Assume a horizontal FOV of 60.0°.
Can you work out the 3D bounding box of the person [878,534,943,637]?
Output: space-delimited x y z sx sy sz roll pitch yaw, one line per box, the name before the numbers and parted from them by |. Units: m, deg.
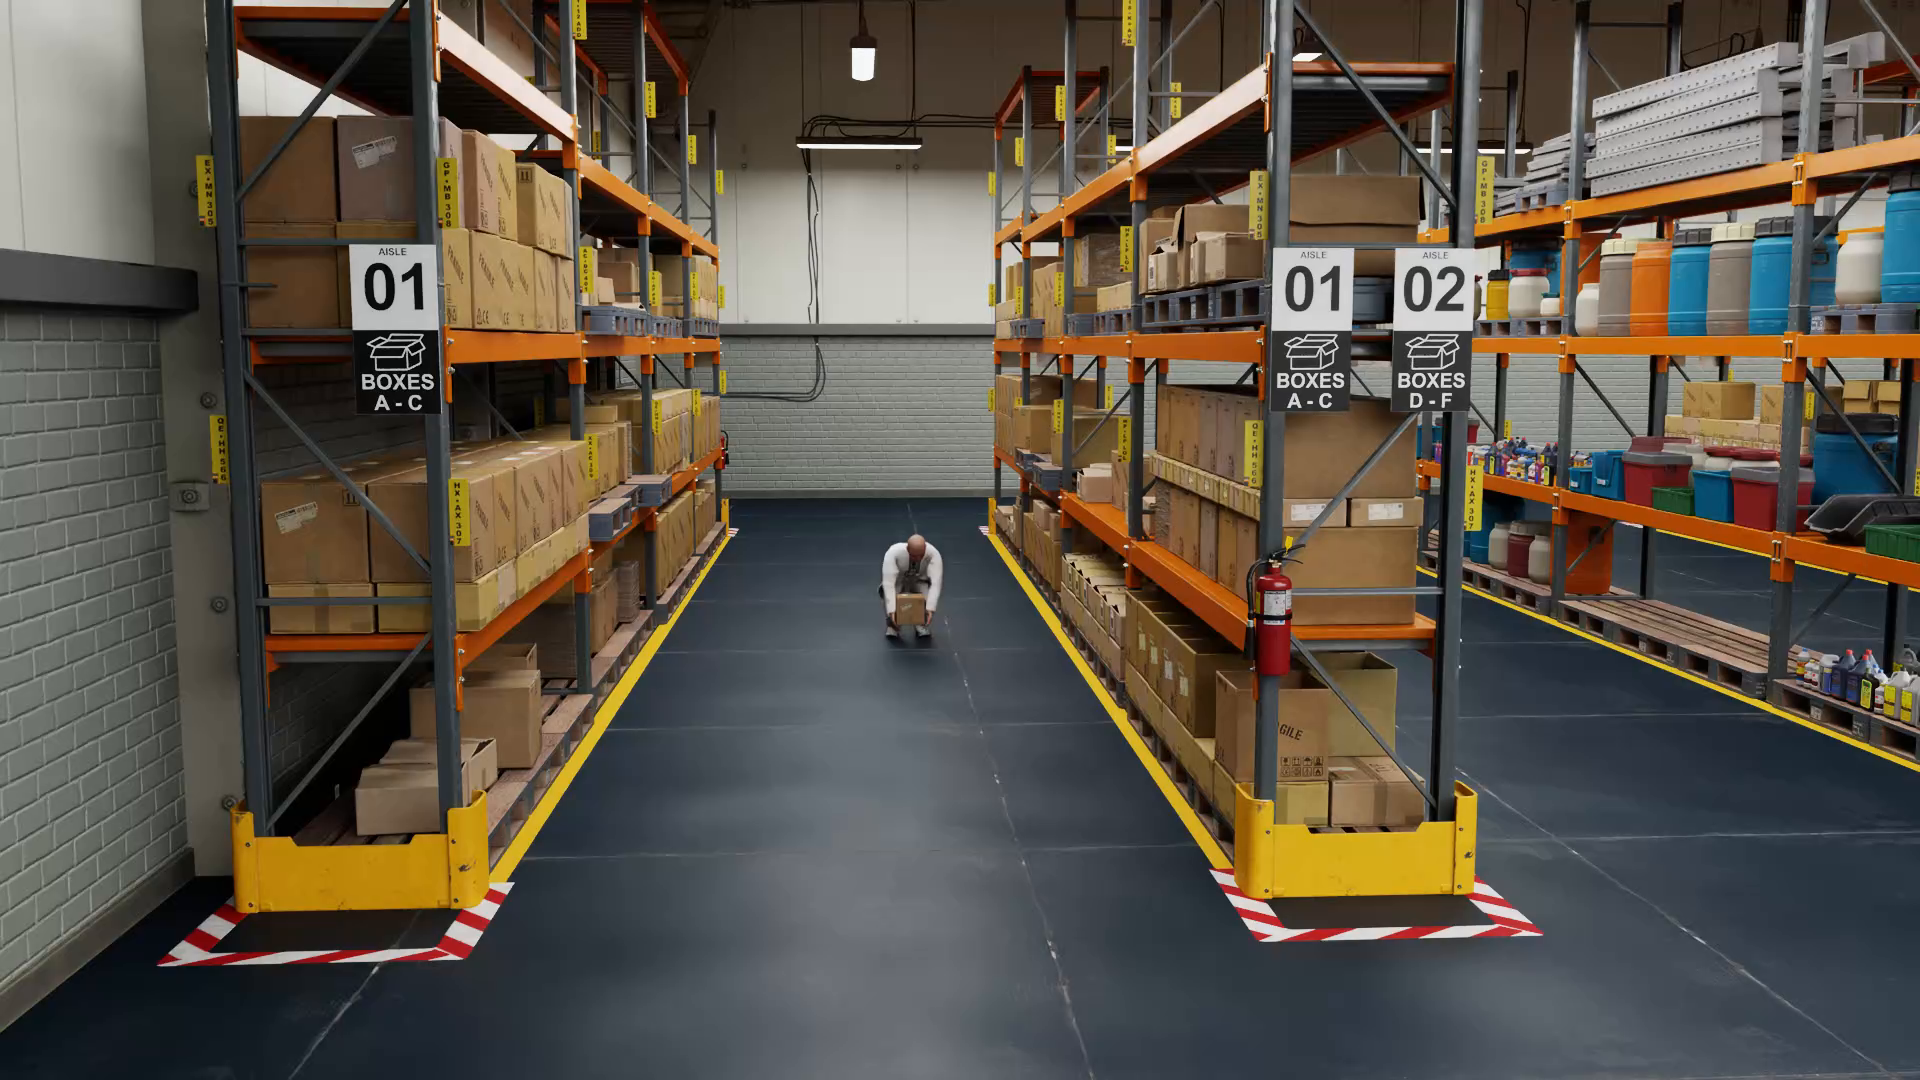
person | -0.466 0.418 15.575 0.613 1.003 0.916 0 7 -4
